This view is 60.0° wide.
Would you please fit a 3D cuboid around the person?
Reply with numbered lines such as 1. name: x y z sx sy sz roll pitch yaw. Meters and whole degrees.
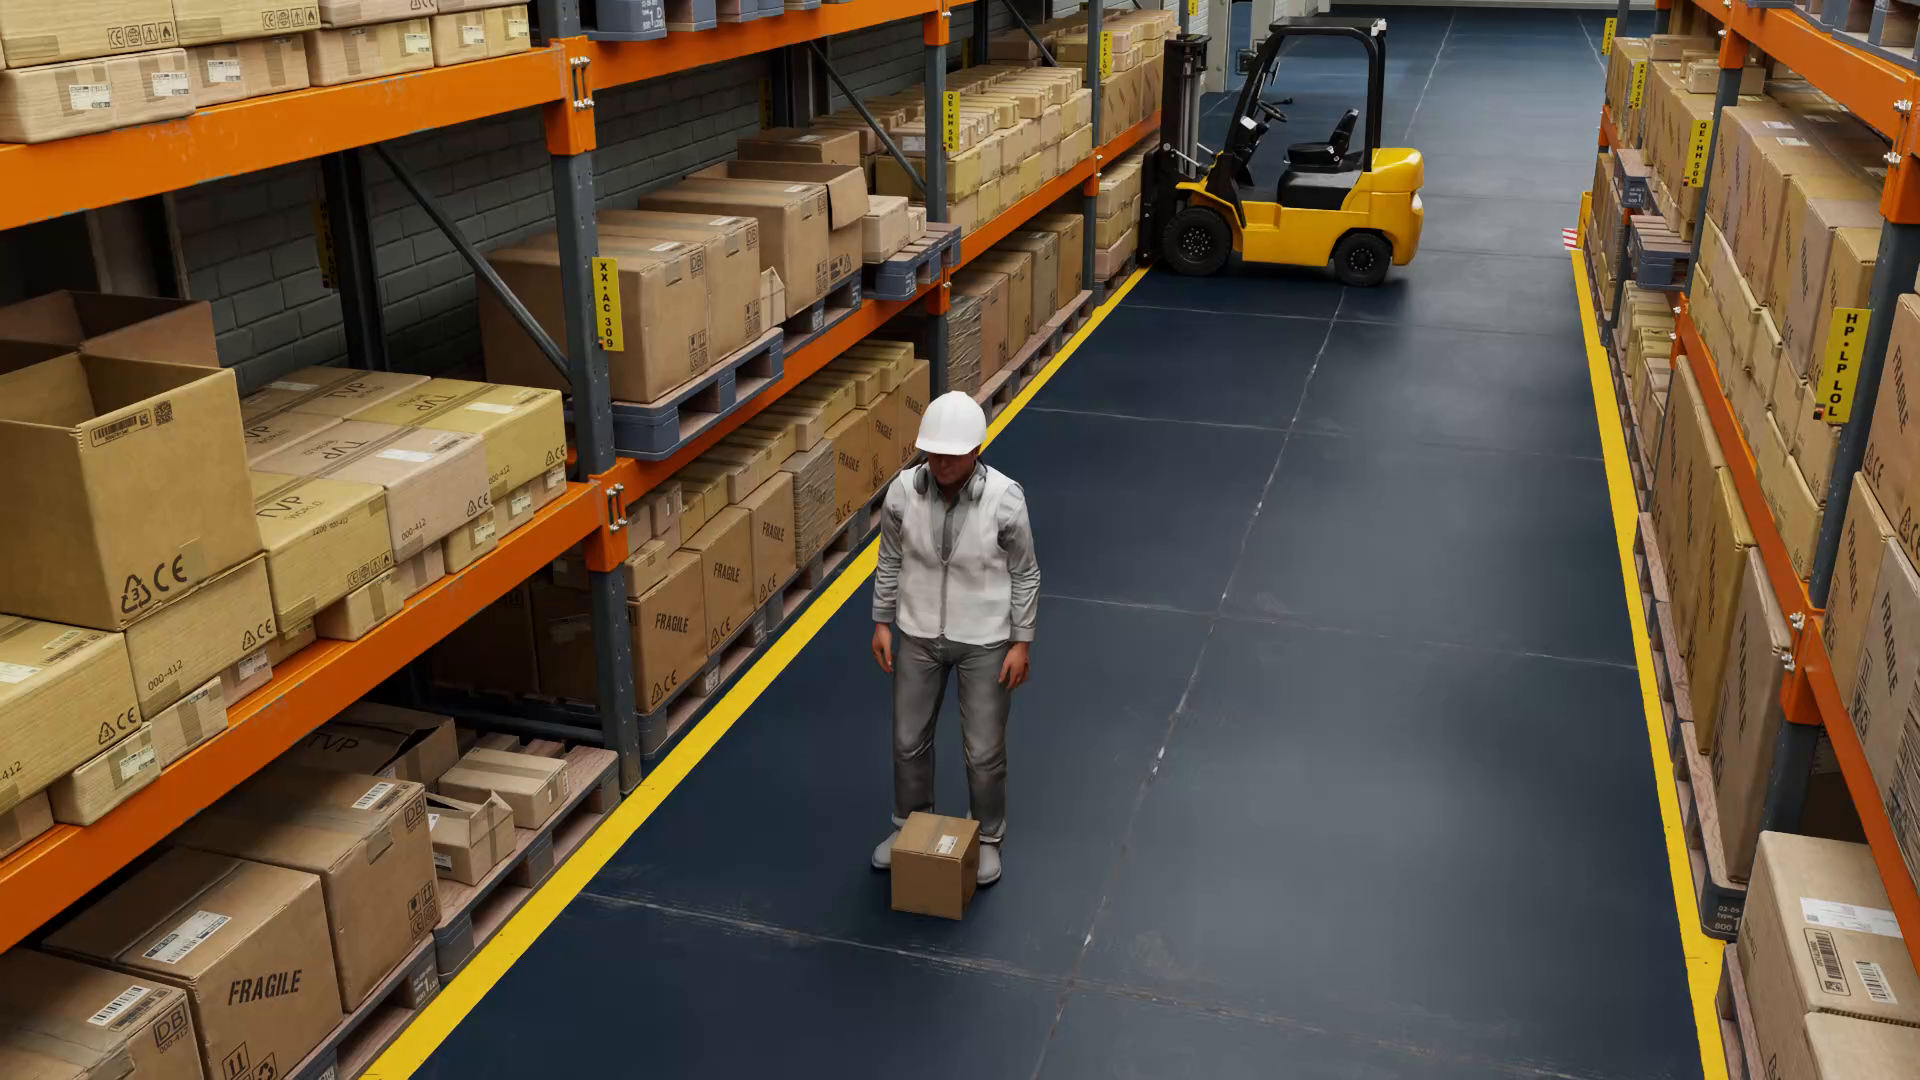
1. person: -0.021 0.329 5.728 0.581 1.772 0.460 7 23 16
